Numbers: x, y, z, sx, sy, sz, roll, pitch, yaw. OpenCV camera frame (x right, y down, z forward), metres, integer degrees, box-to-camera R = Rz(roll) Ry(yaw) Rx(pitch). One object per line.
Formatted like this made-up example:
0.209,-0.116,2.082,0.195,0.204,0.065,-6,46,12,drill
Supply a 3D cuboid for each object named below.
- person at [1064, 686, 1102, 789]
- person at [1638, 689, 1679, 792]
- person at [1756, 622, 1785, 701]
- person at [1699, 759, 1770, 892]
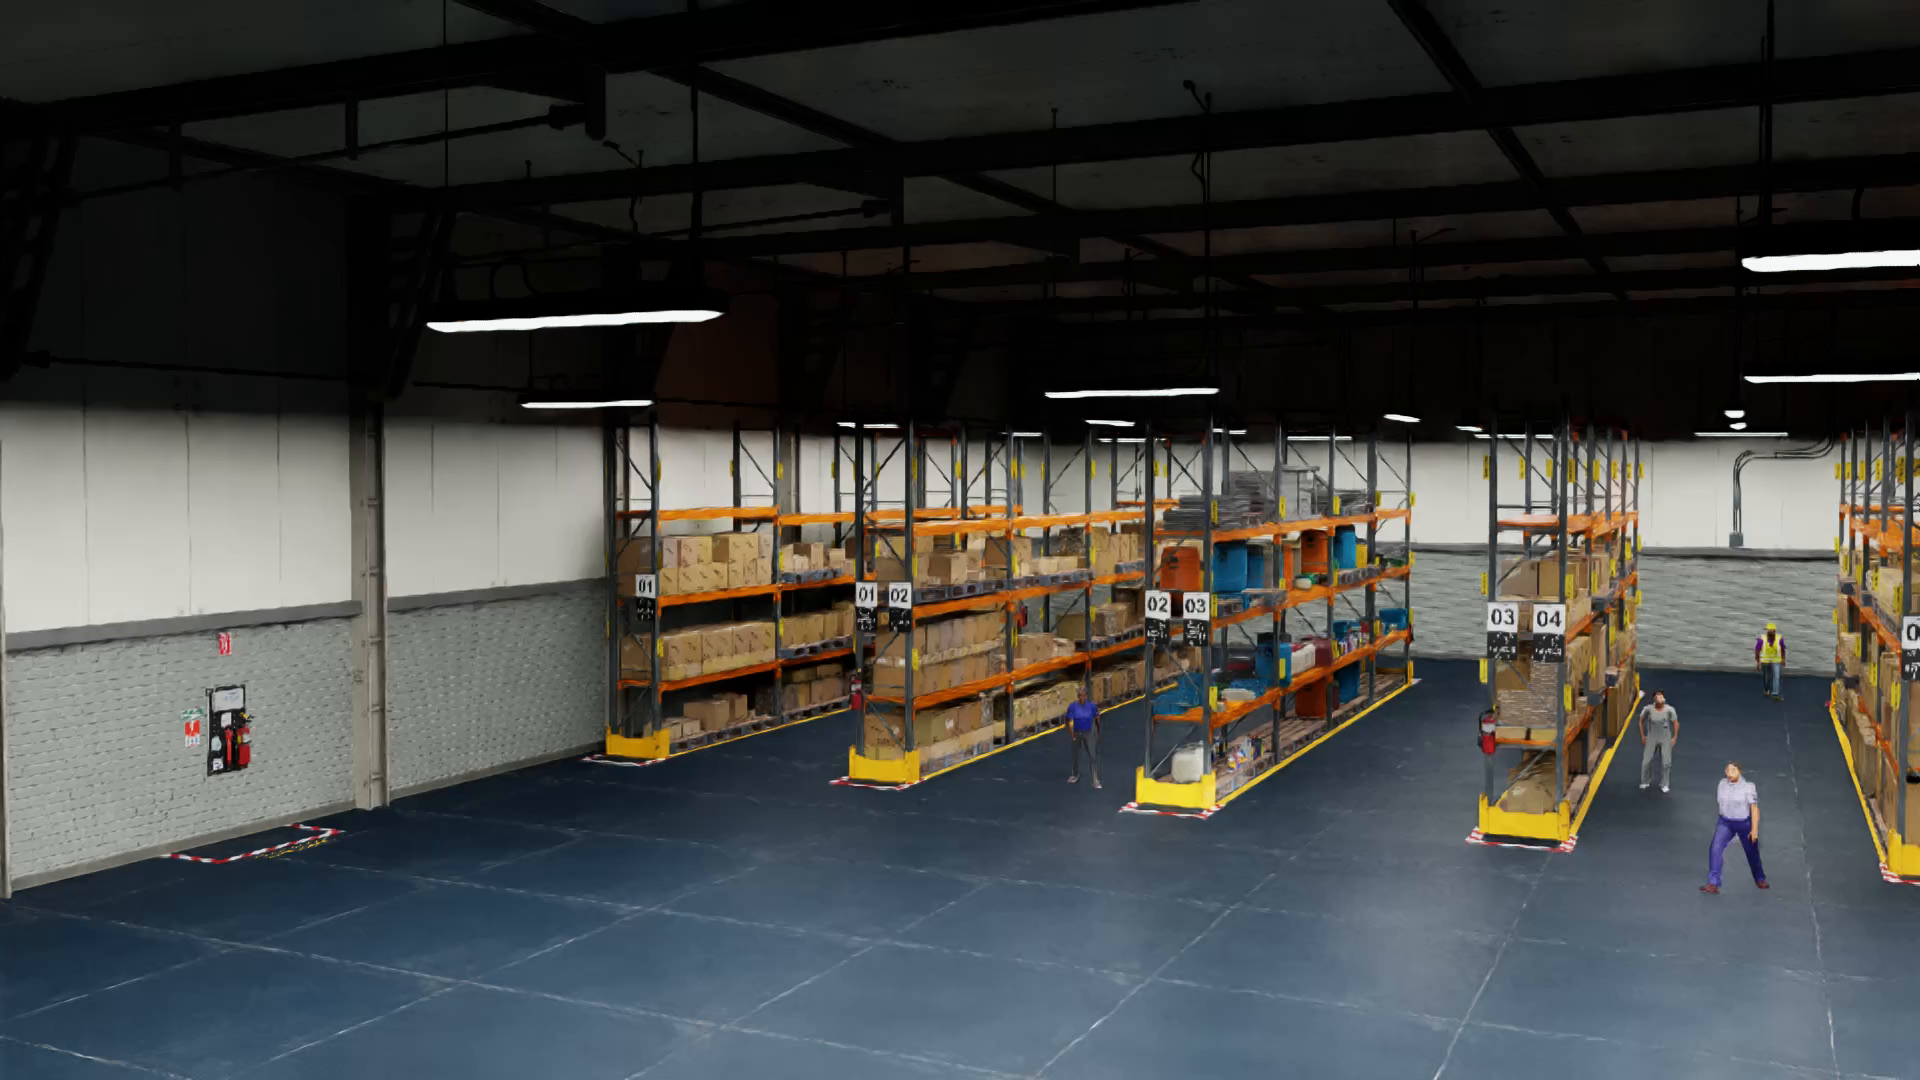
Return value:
1.967,3.089,26.312,0.612,1.588,0.825,0,2,8,person
10.864,3.110,25.877,0.580,1.619,0.506,1,3,23,person
17.632,2.624,36.193,0.577,1.691,1.121,1,3,28,person
9.216,3.377,19.709,0.947,1.590,0.526,-2,3,-41,person
